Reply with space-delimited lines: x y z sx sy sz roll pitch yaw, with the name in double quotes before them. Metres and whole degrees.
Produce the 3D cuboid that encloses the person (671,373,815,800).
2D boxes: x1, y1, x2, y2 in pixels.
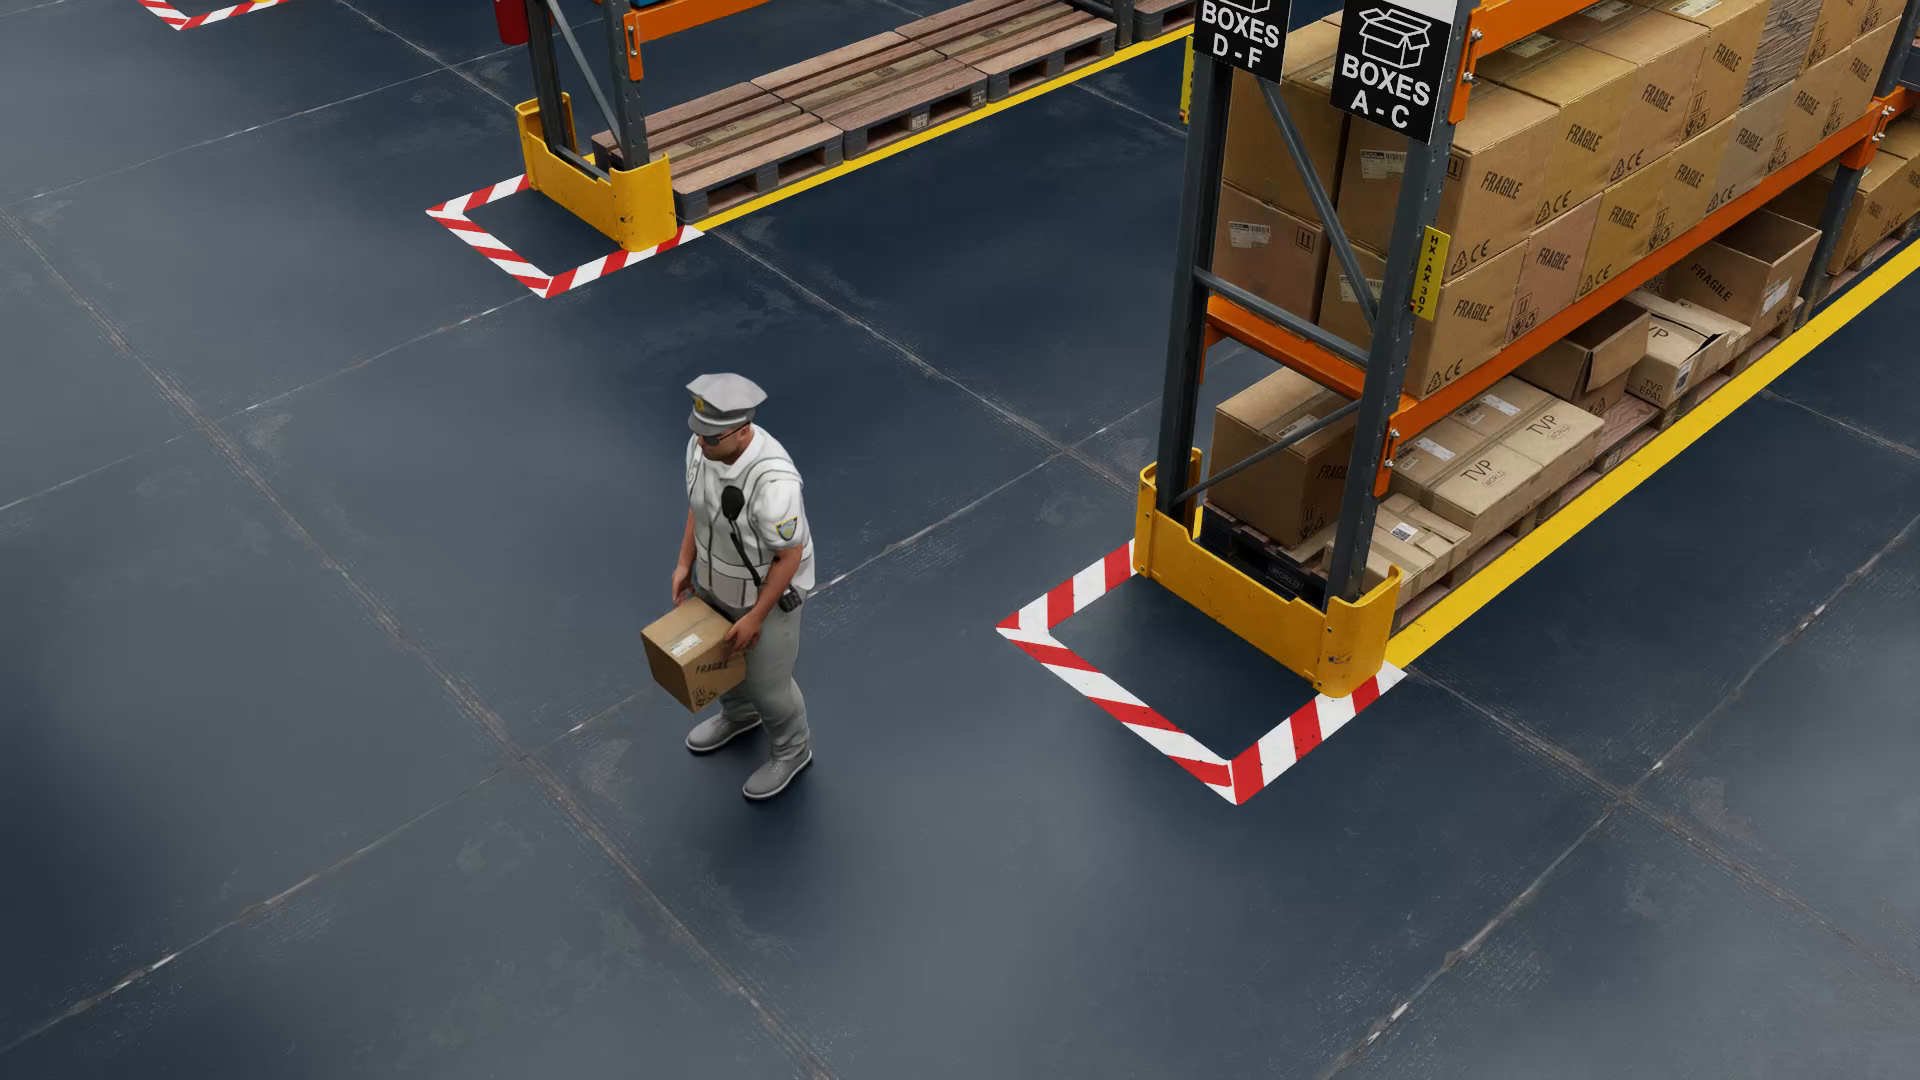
"person" -0.764 0.155 5.951 0.444 1.763 0.547 -31 49 -32
